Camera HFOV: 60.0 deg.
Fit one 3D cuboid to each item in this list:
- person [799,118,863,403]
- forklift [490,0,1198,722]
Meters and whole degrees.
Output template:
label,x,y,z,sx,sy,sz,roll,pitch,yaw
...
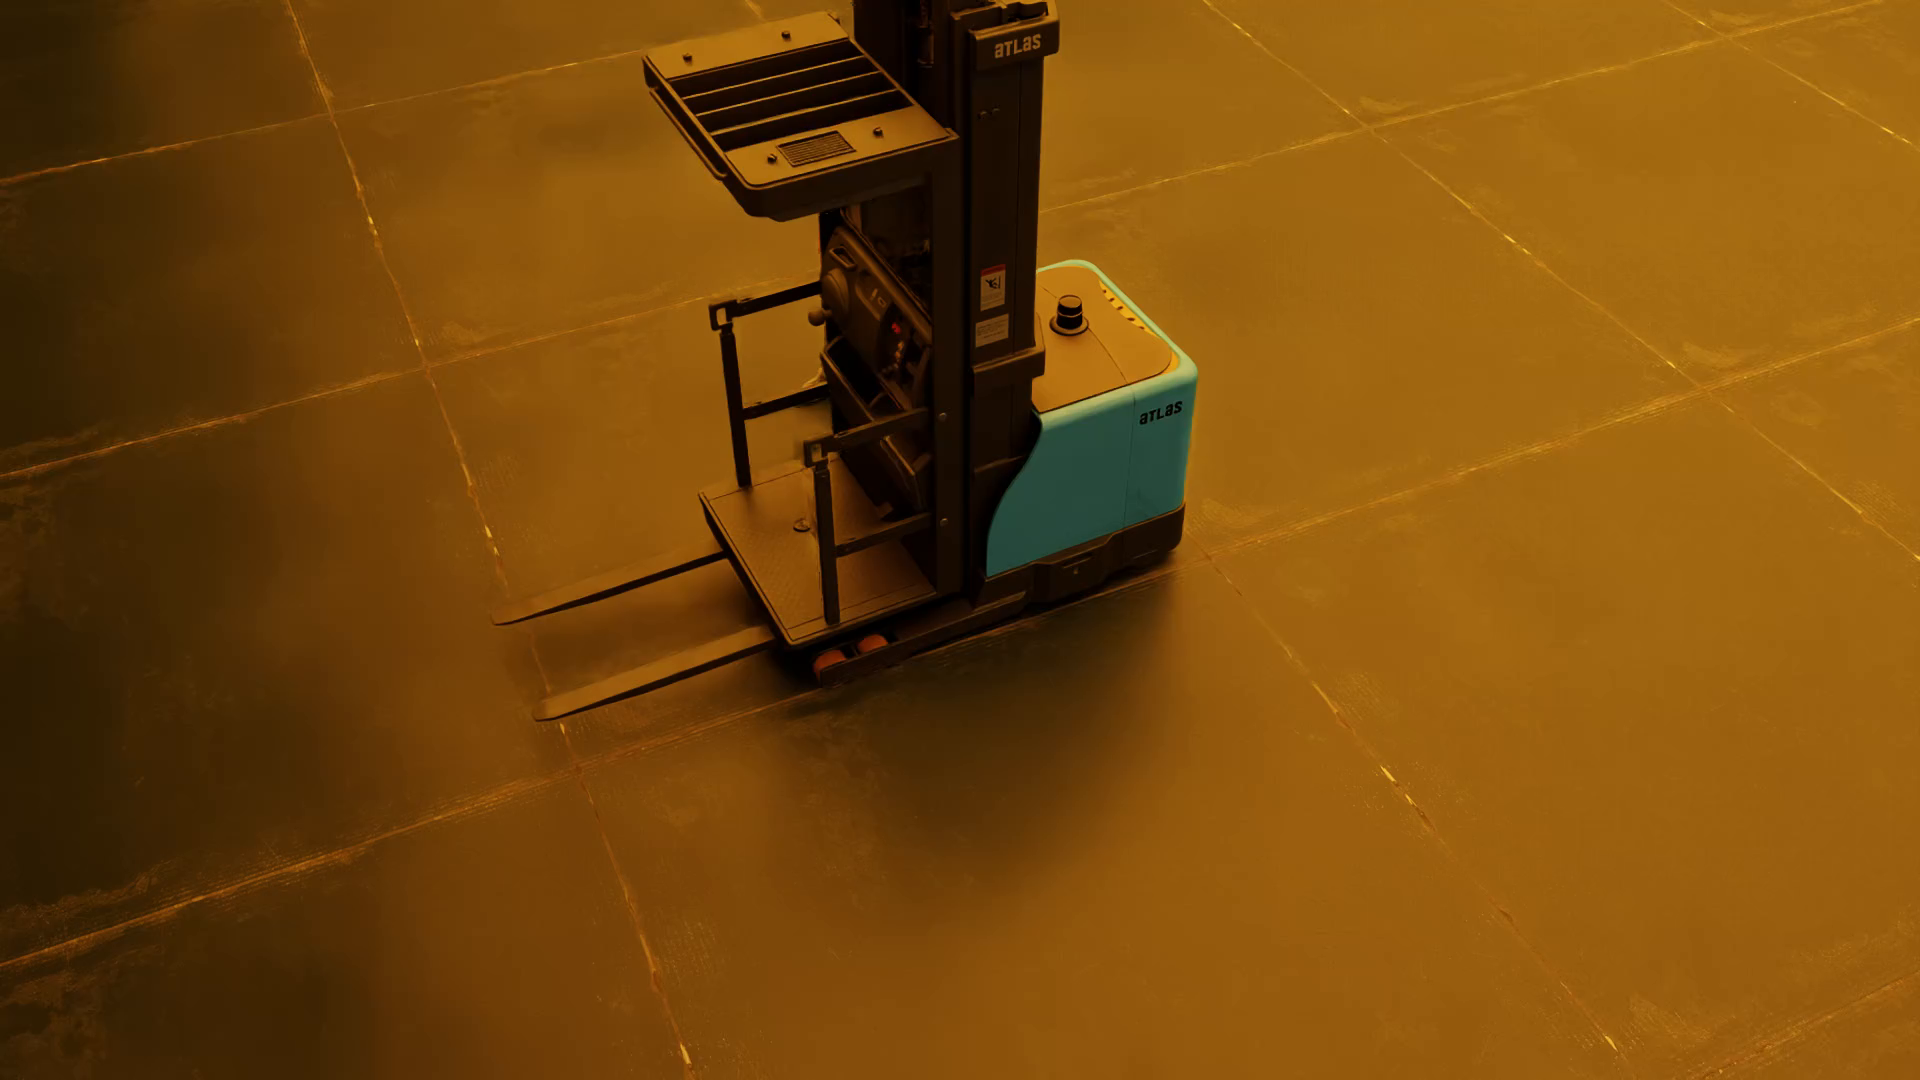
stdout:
label,x,y,z,sx,sy,sz,roll,pitch,yaw
person,-0.478,-1.359,8.059,0.607,1.677,0.520,26,49,25
forklift,-0.522,-0.851,6.592,3.031,2.935,1.130,-19,46,-19
